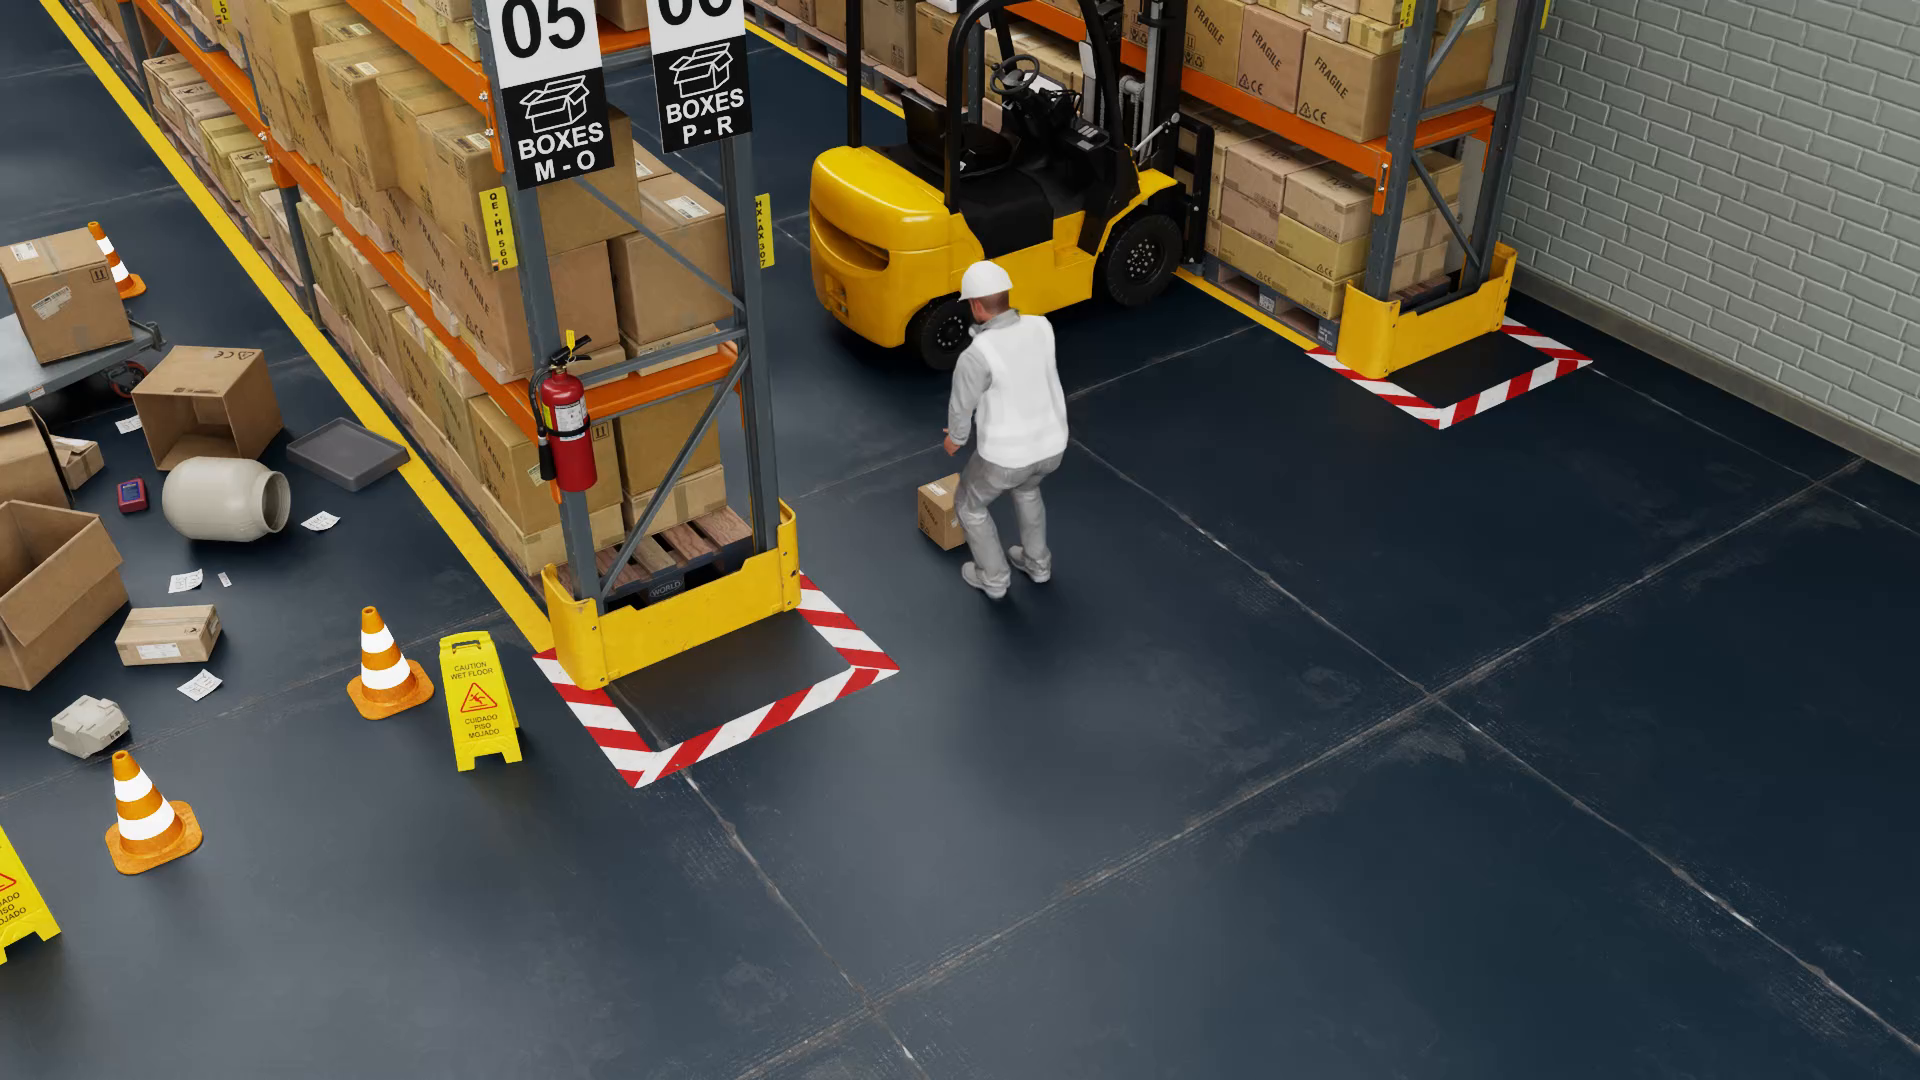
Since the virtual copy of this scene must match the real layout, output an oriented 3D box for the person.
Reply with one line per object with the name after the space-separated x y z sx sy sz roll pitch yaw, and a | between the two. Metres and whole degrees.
0.199 -0.483 7.742 0.574 1.665 0.559 -22 41 -27 | person
